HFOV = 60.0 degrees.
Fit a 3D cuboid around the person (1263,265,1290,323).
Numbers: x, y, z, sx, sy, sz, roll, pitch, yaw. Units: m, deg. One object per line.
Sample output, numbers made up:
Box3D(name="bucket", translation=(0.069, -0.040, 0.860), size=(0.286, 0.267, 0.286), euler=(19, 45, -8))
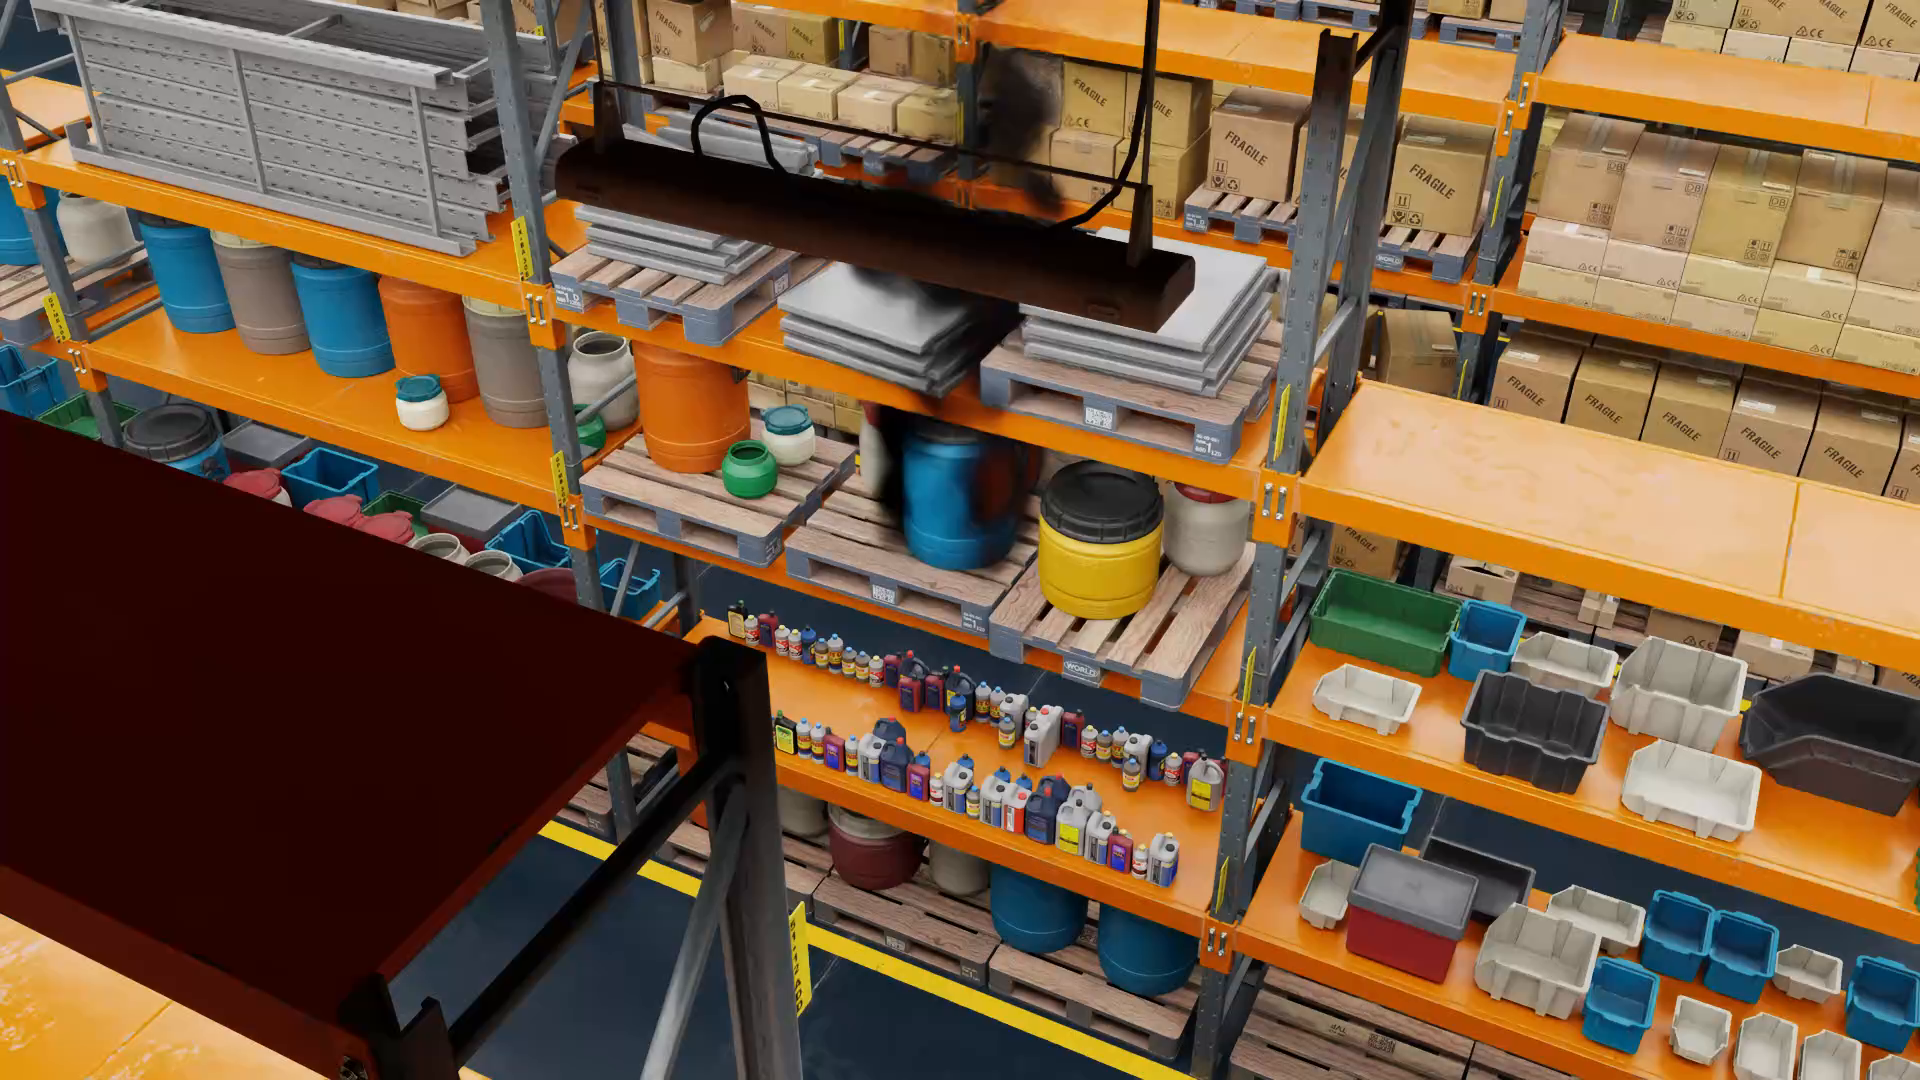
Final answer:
Box3D(name="person", translation=(2.899, -2.163, 15.327), size=(0.791, 1.657, 0.695), euler=(17, 38, 22))
